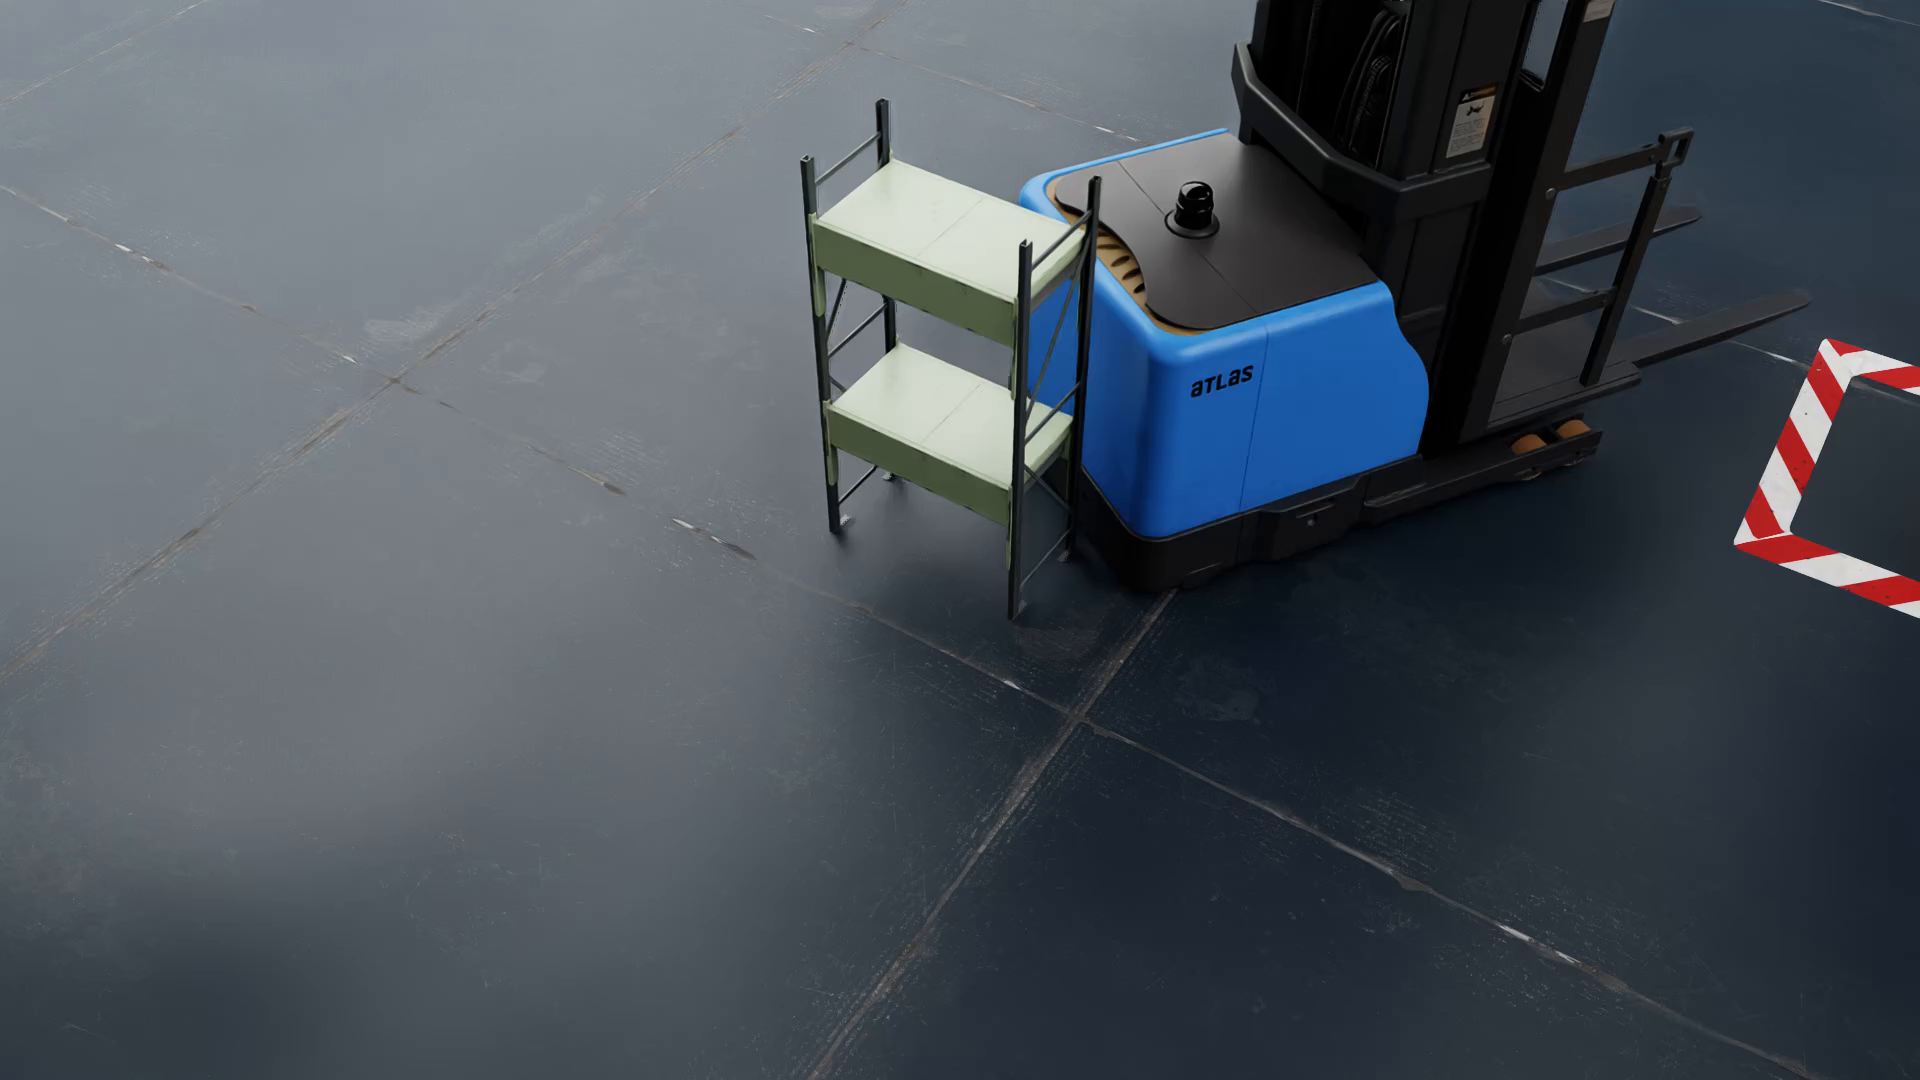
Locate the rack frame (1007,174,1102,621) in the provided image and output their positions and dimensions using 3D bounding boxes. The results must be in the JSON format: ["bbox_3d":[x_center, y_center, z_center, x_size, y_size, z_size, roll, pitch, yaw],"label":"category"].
[{"bbox_3d":[0.277,-0.378,5.071,0.023,1.500,0.400,25,51,23],"label":"rack frame"}]

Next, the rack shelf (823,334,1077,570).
[{"bbox_3d":[-0.028,-0.296,5.447,0.720,0.370,0.431,25,51,23],"label":"rack shelf"}]

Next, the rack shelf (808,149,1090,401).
[{"bbox_3d":[-0.028,-0.795,4.933,0.720,0.370,0.431,25,51,23],"label":"rack shelf"}]

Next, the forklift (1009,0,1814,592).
[{"bbox_3d":[1.741,-1.563,5.225,3.031,2.935,1.130,-18,48,-17],"label":"forklift"}]

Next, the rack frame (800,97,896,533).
[{"bbox_3d":[-0.333,-0.669,5.354,0.023,1.500,0.400,25,51,23],"label":"rack frame"}]

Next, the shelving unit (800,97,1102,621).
[{"bbox_3d":[-0.028,-0.523,5.213,0.755,1.500,0.431,25,51,23],"label":"shelving unit"}]
